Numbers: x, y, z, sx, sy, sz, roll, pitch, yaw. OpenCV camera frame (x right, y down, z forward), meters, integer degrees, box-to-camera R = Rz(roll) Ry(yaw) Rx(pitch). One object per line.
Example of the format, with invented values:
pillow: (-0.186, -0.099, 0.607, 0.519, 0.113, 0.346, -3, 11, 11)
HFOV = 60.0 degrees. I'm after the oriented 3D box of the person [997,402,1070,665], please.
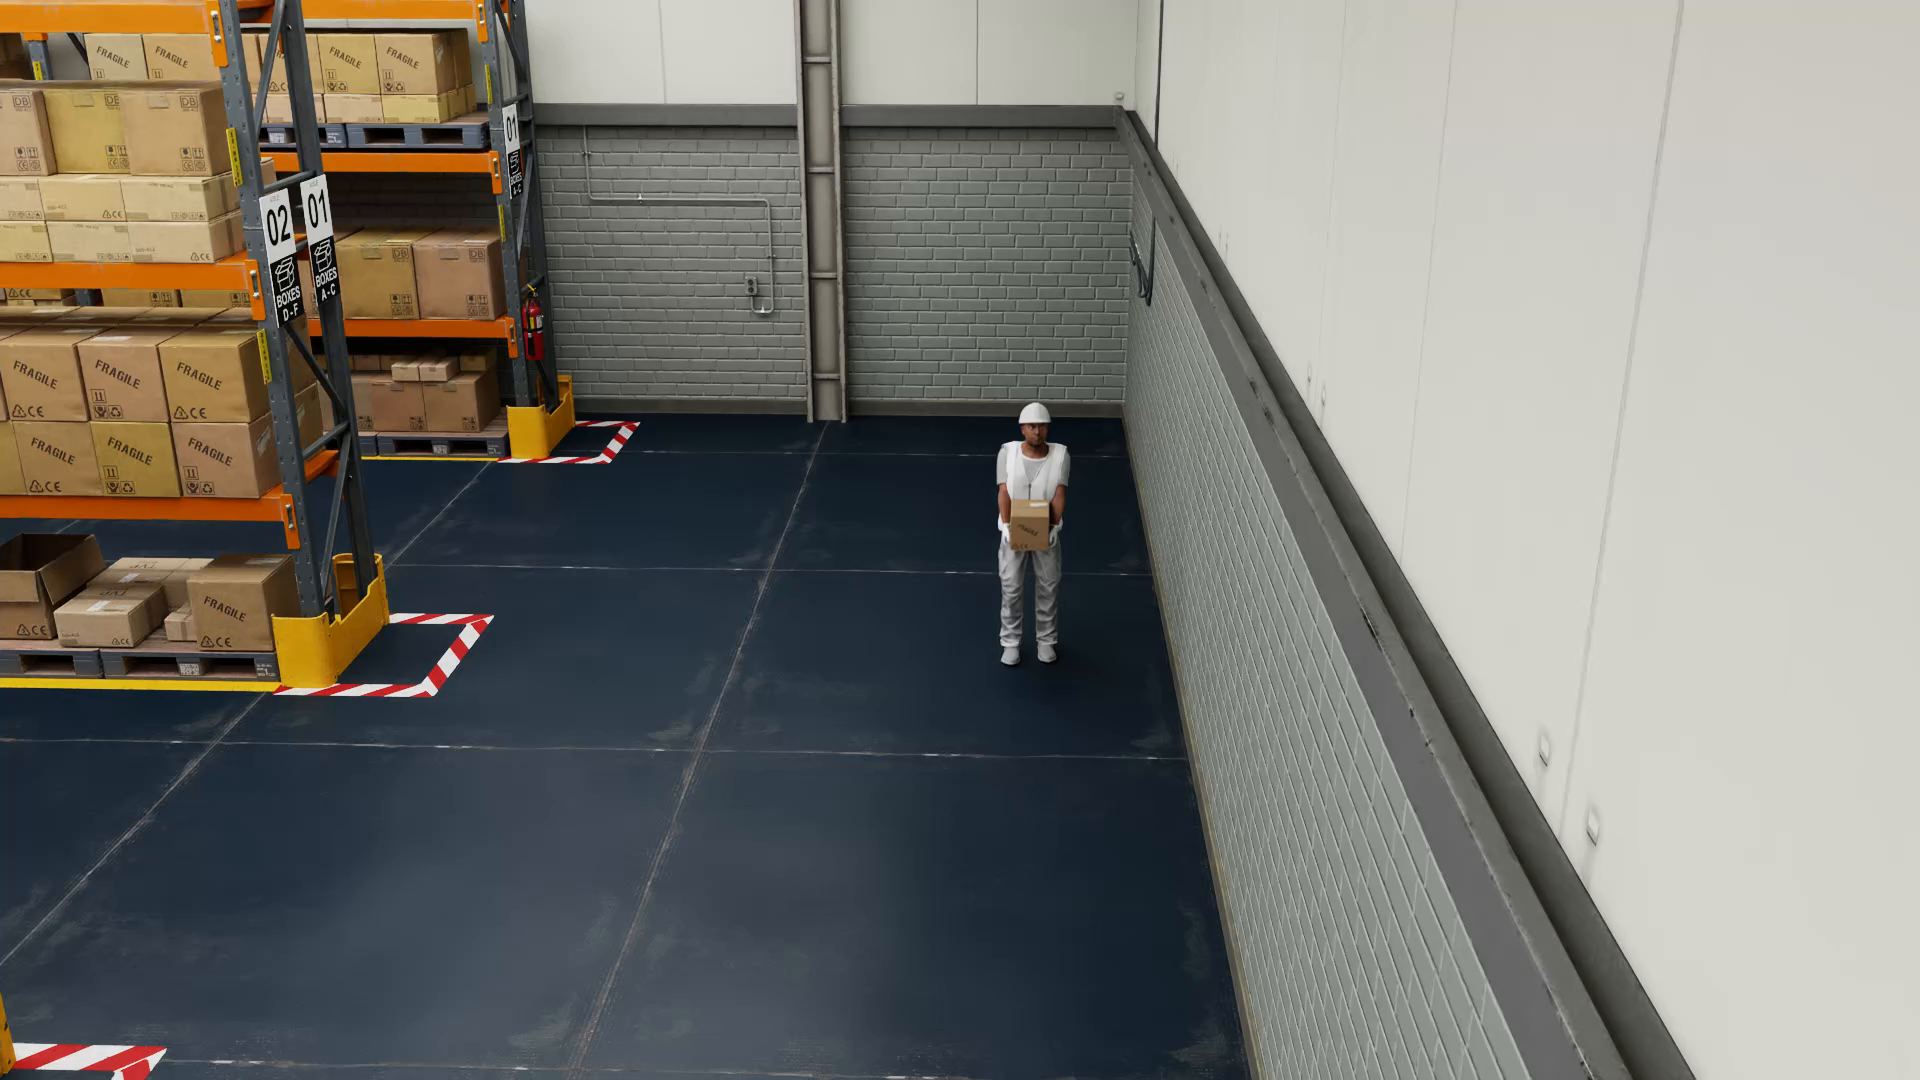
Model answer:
person: (0.481, -0.014, 11.093, 0.488, 1.778, 0.583, 1, 21, 3)
